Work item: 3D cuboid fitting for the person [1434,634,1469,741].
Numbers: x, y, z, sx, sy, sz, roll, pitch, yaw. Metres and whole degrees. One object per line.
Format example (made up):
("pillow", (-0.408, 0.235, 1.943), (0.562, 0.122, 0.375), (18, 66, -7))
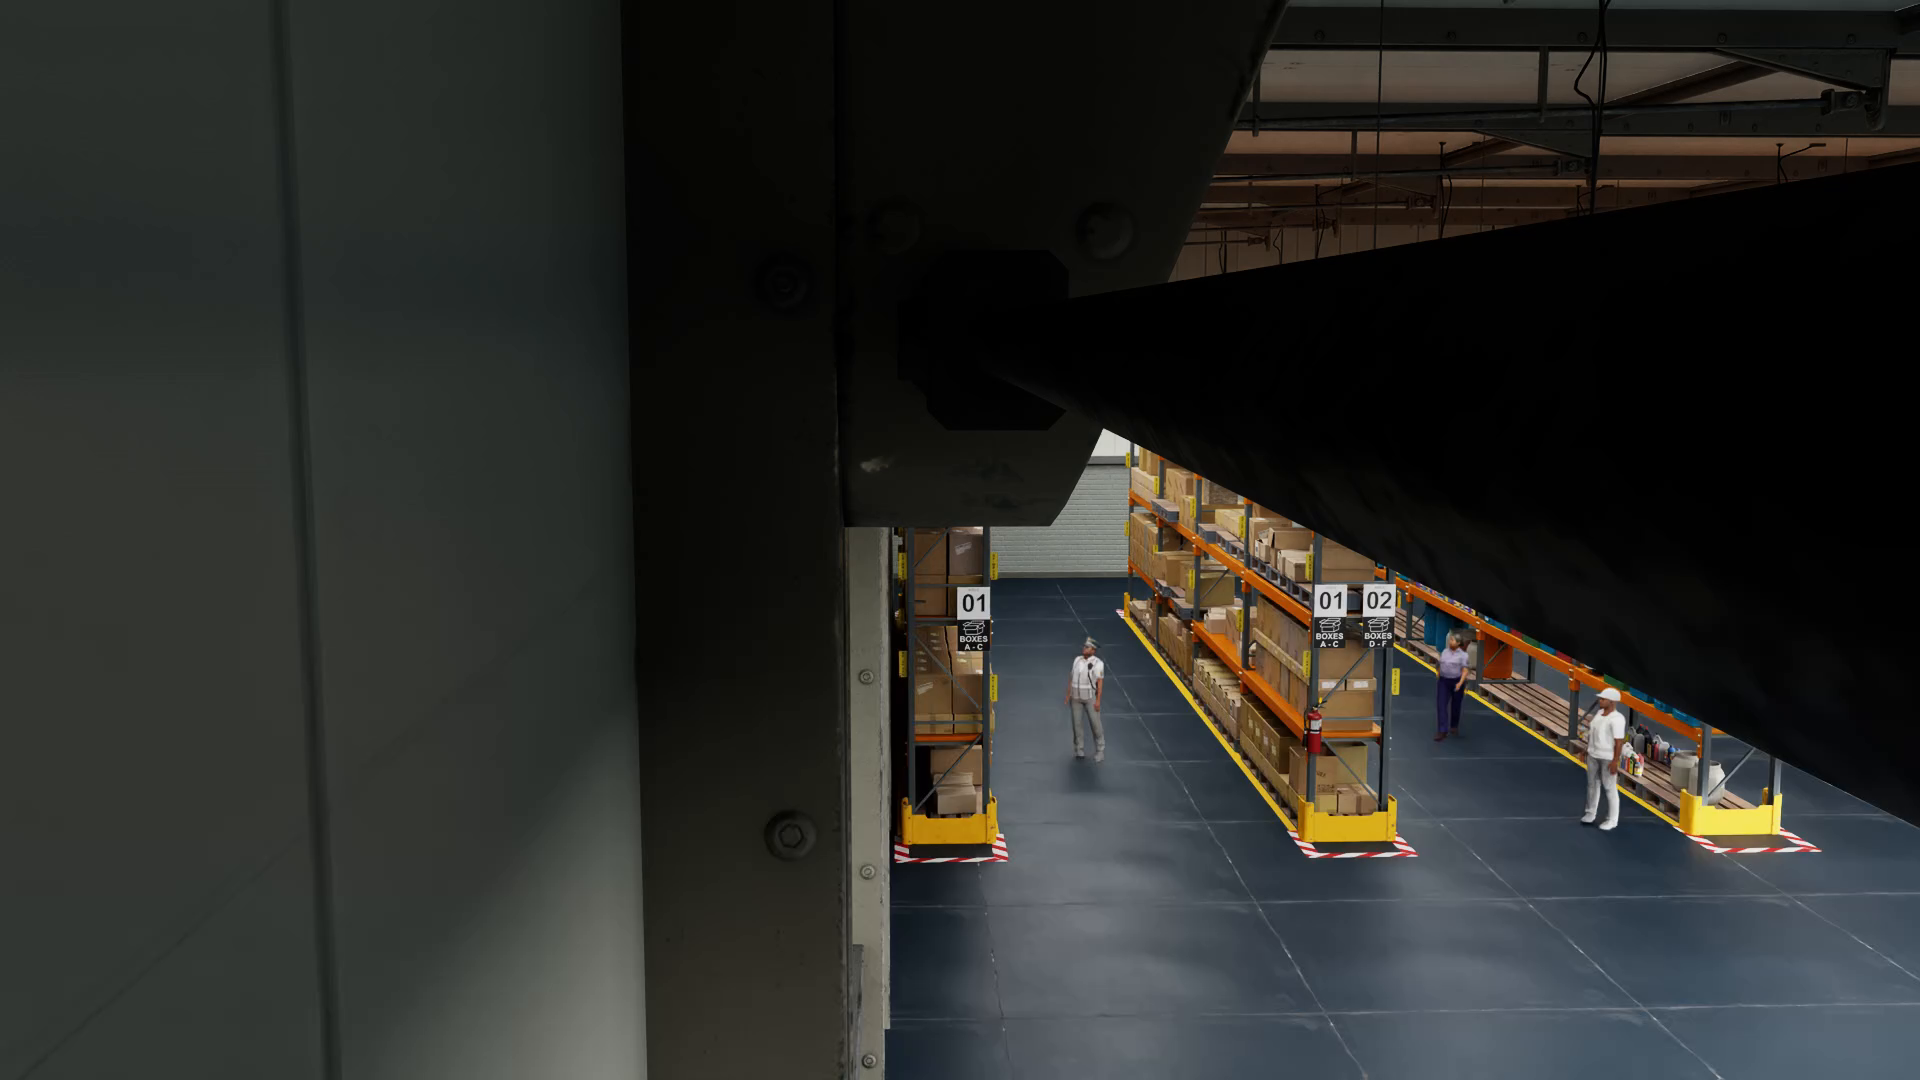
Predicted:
("person", (7.579, 2.260, 25.647), (0.499, 1.592, 0.880), (4, 8, 26))

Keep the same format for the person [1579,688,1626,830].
("person", (8.178, 2.747, 21.143), (0.421, 1.771, 0.656), (-3, 8, -25))

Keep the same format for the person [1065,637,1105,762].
("person", (1.866, 2.325, 24.539), (0.624, 1.792, 0.495), (3, 8, 22))
